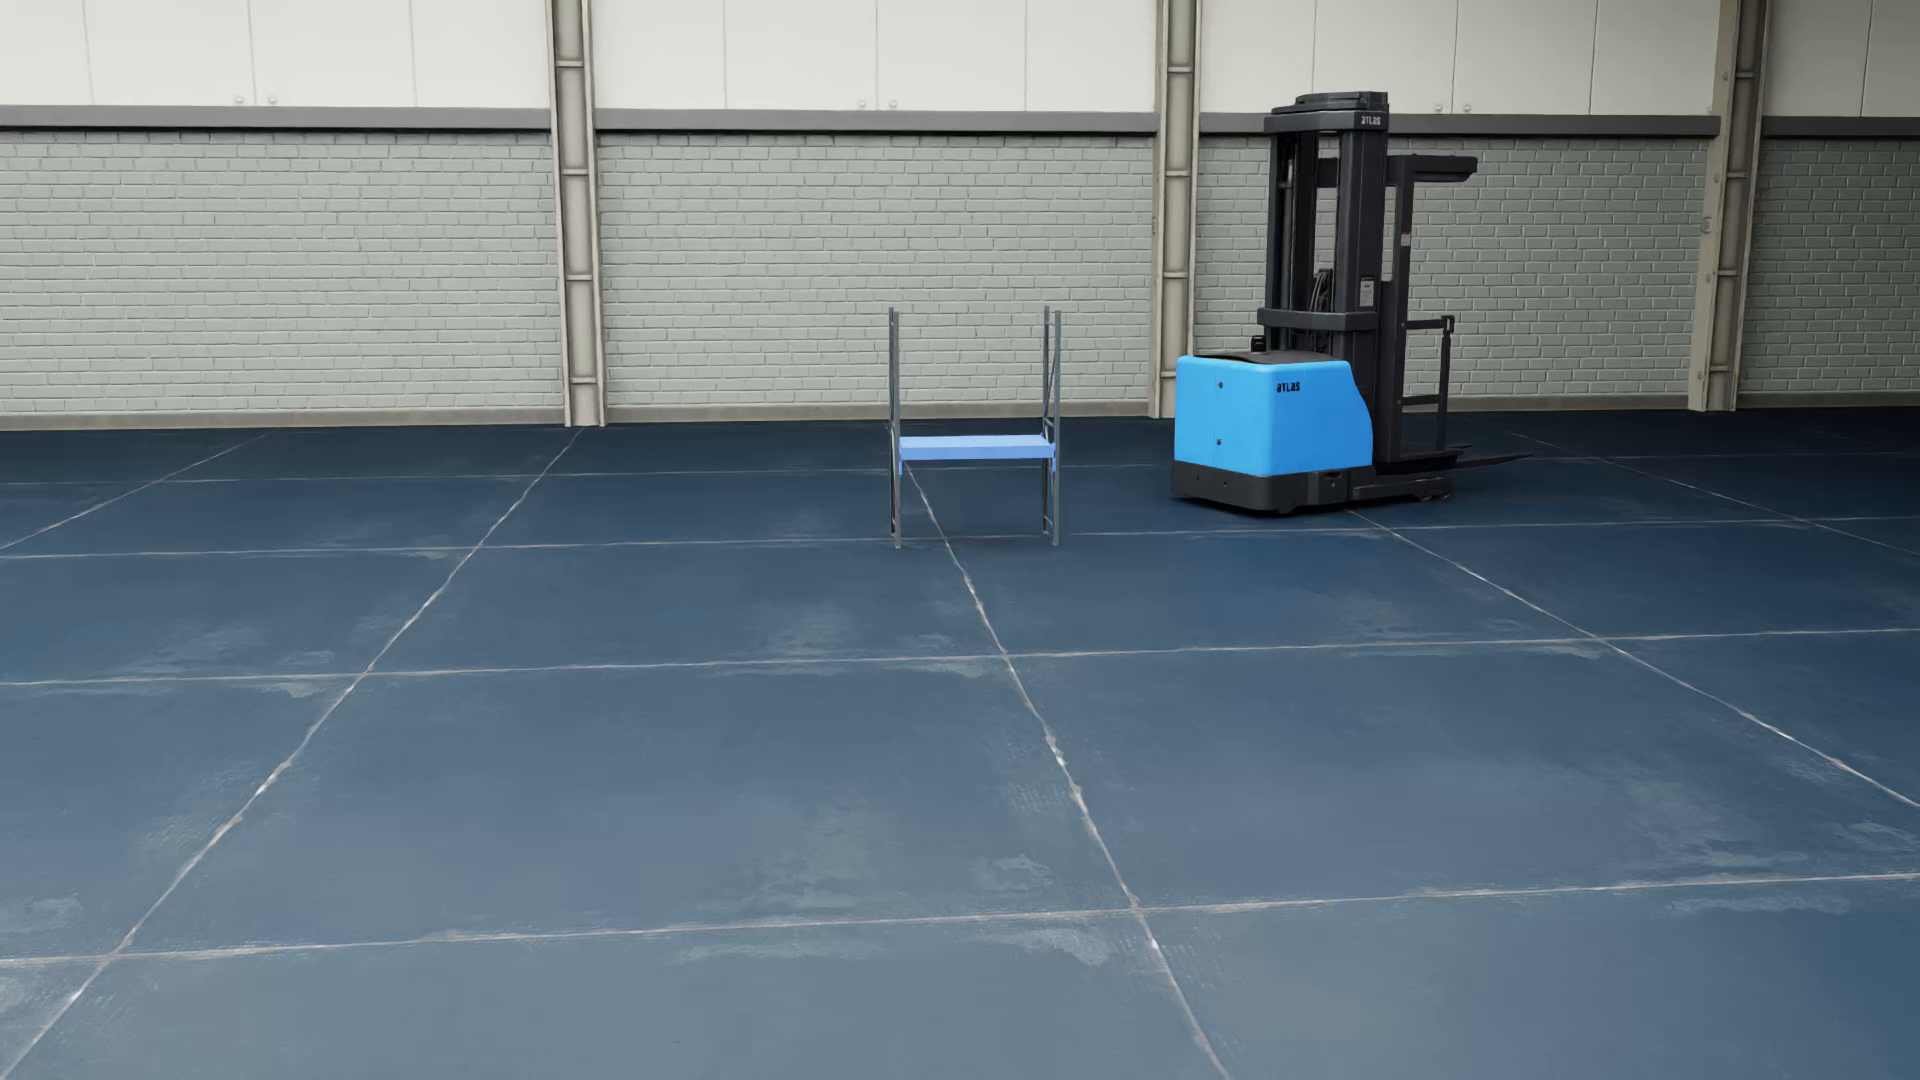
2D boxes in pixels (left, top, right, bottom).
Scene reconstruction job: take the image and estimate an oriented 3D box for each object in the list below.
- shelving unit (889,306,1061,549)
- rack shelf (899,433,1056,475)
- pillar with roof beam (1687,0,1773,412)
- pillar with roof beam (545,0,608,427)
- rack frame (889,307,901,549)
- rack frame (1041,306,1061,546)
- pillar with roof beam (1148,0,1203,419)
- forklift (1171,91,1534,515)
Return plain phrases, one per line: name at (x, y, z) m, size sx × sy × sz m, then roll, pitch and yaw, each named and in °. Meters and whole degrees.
shelving unit at (0.085, -0.738, 10.732) m, size 1.048 × 1.500 × 0.538 m, roll -1°, pitch 11°, yaw -6°
rack shelf at (0.085, -0.561, 10.767) m, size 1.000 × 0.185 × 0.538 m, roll -1°, pitch 11°, yaw -6°
pillar with roof beam at (8.624, -5.006, 13.003) m, size 0.400 × 9.000 × 9.100 m, roll -1°, pitch 11°, yaw -6°
pillar with roof beam at (-3.306, -4.756, 11.731) m, size 0.400 × 9.000 × 9.100 m, roll -1°, pitch 11°, yaw -6°
rack frame at (-0.421, -0.727, 10.679) m, size 0.032 × 1.500 × 0.500 m, roll -1°, pitch 11°, yaw -6°
rack frame at (0.590, -0.748, 10.786) m, size 0.032 × 1.500 × 0.500 m, roll -1°, pitch 11°, yaw -6°
pillar with roof beam at (2.659, -4.881, 12.367) m, size 0.400 × 9.000 × 9.100 m, roll -1°, pitch 11°, yaw -6°
forklift at (3.093, -1.805, 12.450) m, size 3.031 × 2.935 × 1.130 m, roll -7°, pitch 13°, yaw -31°
